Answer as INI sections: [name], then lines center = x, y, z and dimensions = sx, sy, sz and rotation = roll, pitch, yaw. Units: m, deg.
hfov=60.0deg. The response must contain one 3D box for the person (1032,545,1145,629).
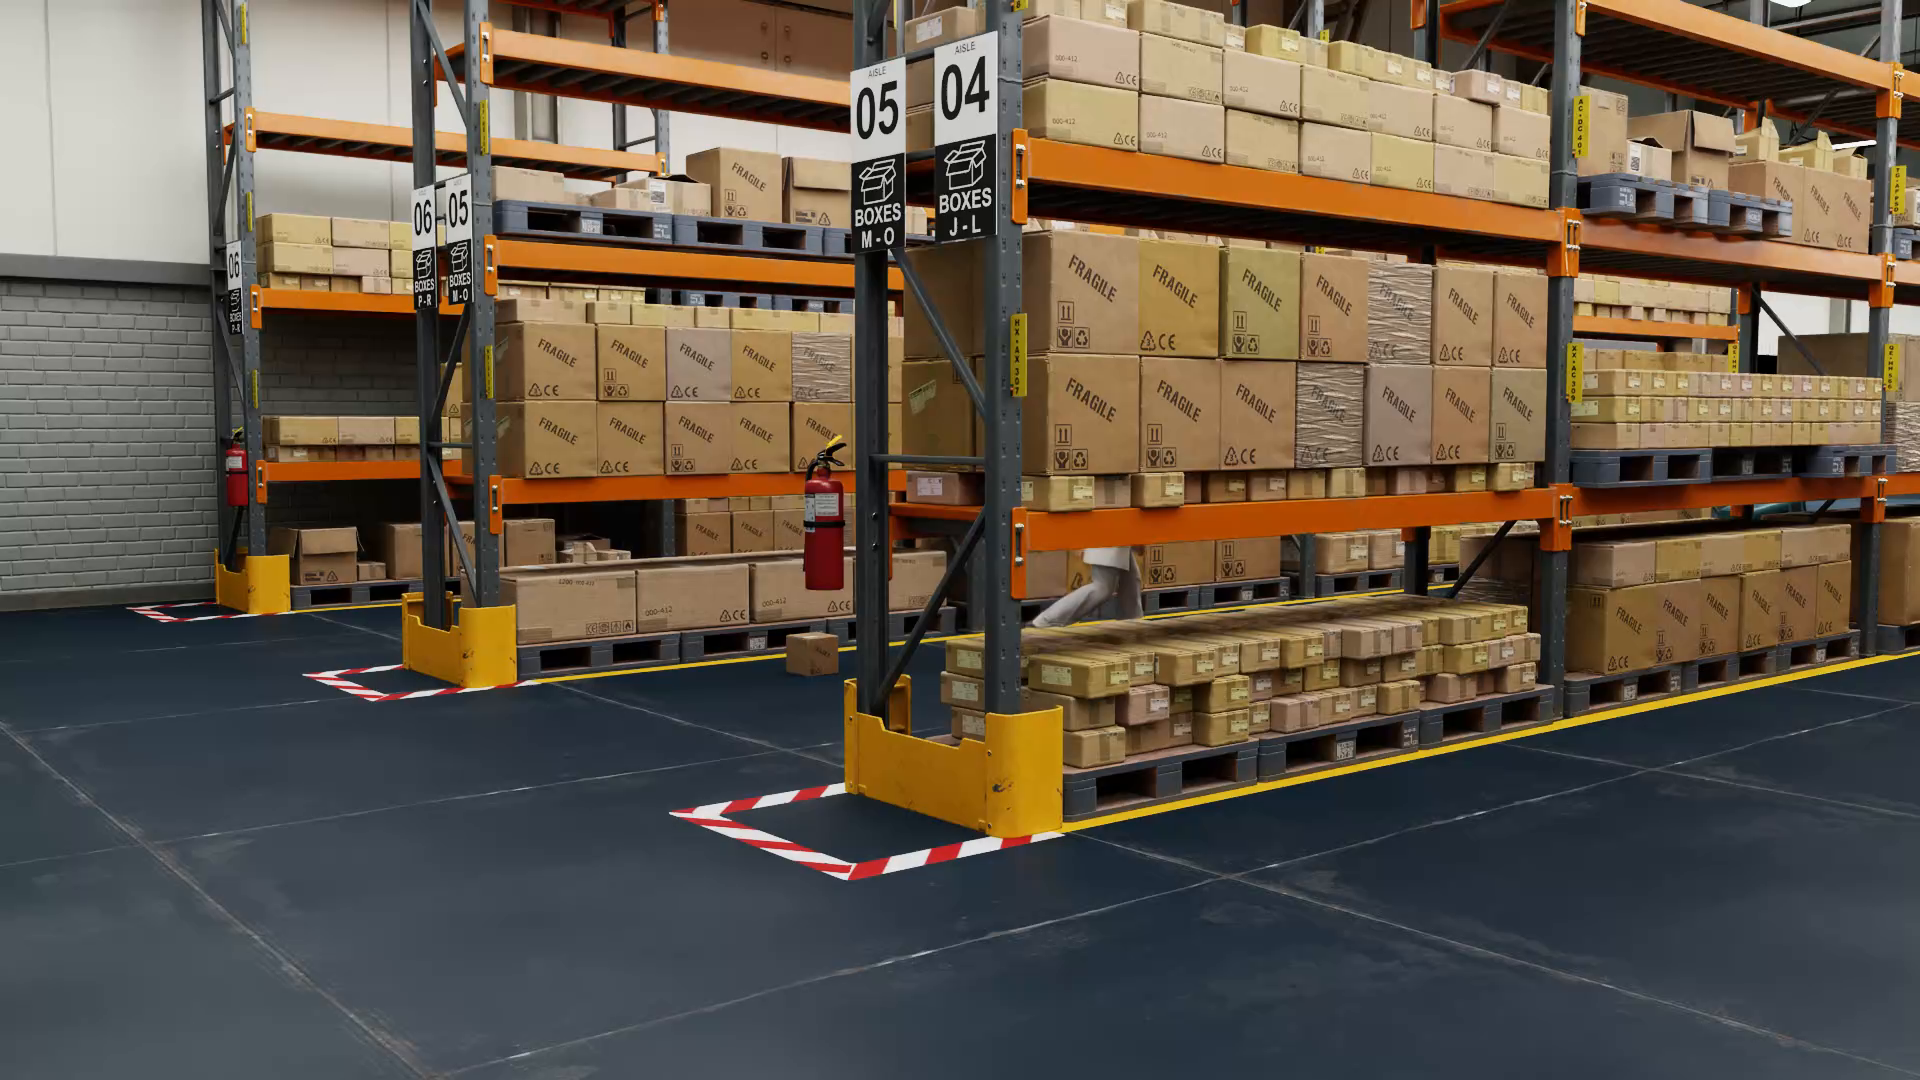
[person]
center = 0.991, -0.055, 11.638
dimensions = 1.034, 1.739, 0.593
rotation = -1, 4, -13
